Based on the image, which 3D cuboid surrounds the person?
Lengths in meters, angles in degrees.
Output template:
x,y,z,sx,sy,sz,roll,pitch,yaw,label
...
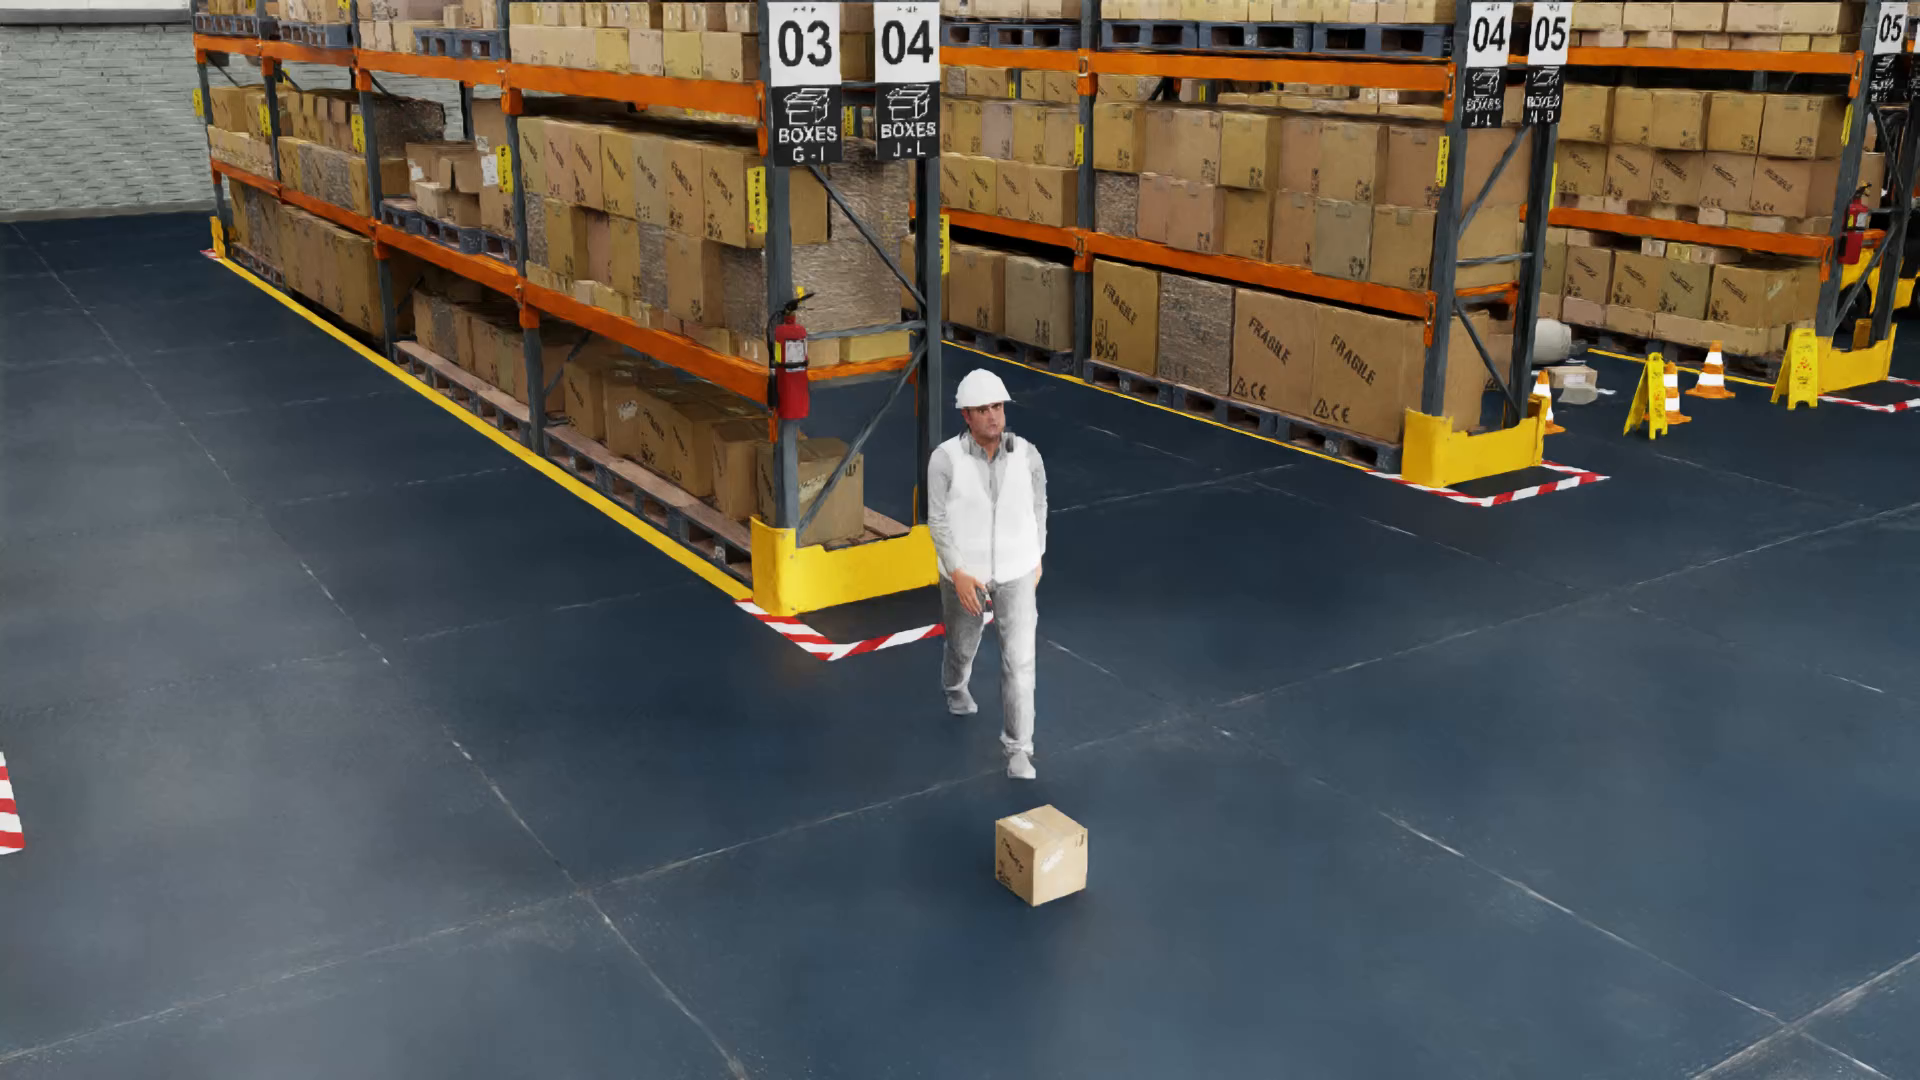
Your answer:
x,y,z,sx,sy,sz,roll,pitch,yaw,label
0.123,0.114,7.183,0.542,1.737,1.024,-2,18,-7,person
